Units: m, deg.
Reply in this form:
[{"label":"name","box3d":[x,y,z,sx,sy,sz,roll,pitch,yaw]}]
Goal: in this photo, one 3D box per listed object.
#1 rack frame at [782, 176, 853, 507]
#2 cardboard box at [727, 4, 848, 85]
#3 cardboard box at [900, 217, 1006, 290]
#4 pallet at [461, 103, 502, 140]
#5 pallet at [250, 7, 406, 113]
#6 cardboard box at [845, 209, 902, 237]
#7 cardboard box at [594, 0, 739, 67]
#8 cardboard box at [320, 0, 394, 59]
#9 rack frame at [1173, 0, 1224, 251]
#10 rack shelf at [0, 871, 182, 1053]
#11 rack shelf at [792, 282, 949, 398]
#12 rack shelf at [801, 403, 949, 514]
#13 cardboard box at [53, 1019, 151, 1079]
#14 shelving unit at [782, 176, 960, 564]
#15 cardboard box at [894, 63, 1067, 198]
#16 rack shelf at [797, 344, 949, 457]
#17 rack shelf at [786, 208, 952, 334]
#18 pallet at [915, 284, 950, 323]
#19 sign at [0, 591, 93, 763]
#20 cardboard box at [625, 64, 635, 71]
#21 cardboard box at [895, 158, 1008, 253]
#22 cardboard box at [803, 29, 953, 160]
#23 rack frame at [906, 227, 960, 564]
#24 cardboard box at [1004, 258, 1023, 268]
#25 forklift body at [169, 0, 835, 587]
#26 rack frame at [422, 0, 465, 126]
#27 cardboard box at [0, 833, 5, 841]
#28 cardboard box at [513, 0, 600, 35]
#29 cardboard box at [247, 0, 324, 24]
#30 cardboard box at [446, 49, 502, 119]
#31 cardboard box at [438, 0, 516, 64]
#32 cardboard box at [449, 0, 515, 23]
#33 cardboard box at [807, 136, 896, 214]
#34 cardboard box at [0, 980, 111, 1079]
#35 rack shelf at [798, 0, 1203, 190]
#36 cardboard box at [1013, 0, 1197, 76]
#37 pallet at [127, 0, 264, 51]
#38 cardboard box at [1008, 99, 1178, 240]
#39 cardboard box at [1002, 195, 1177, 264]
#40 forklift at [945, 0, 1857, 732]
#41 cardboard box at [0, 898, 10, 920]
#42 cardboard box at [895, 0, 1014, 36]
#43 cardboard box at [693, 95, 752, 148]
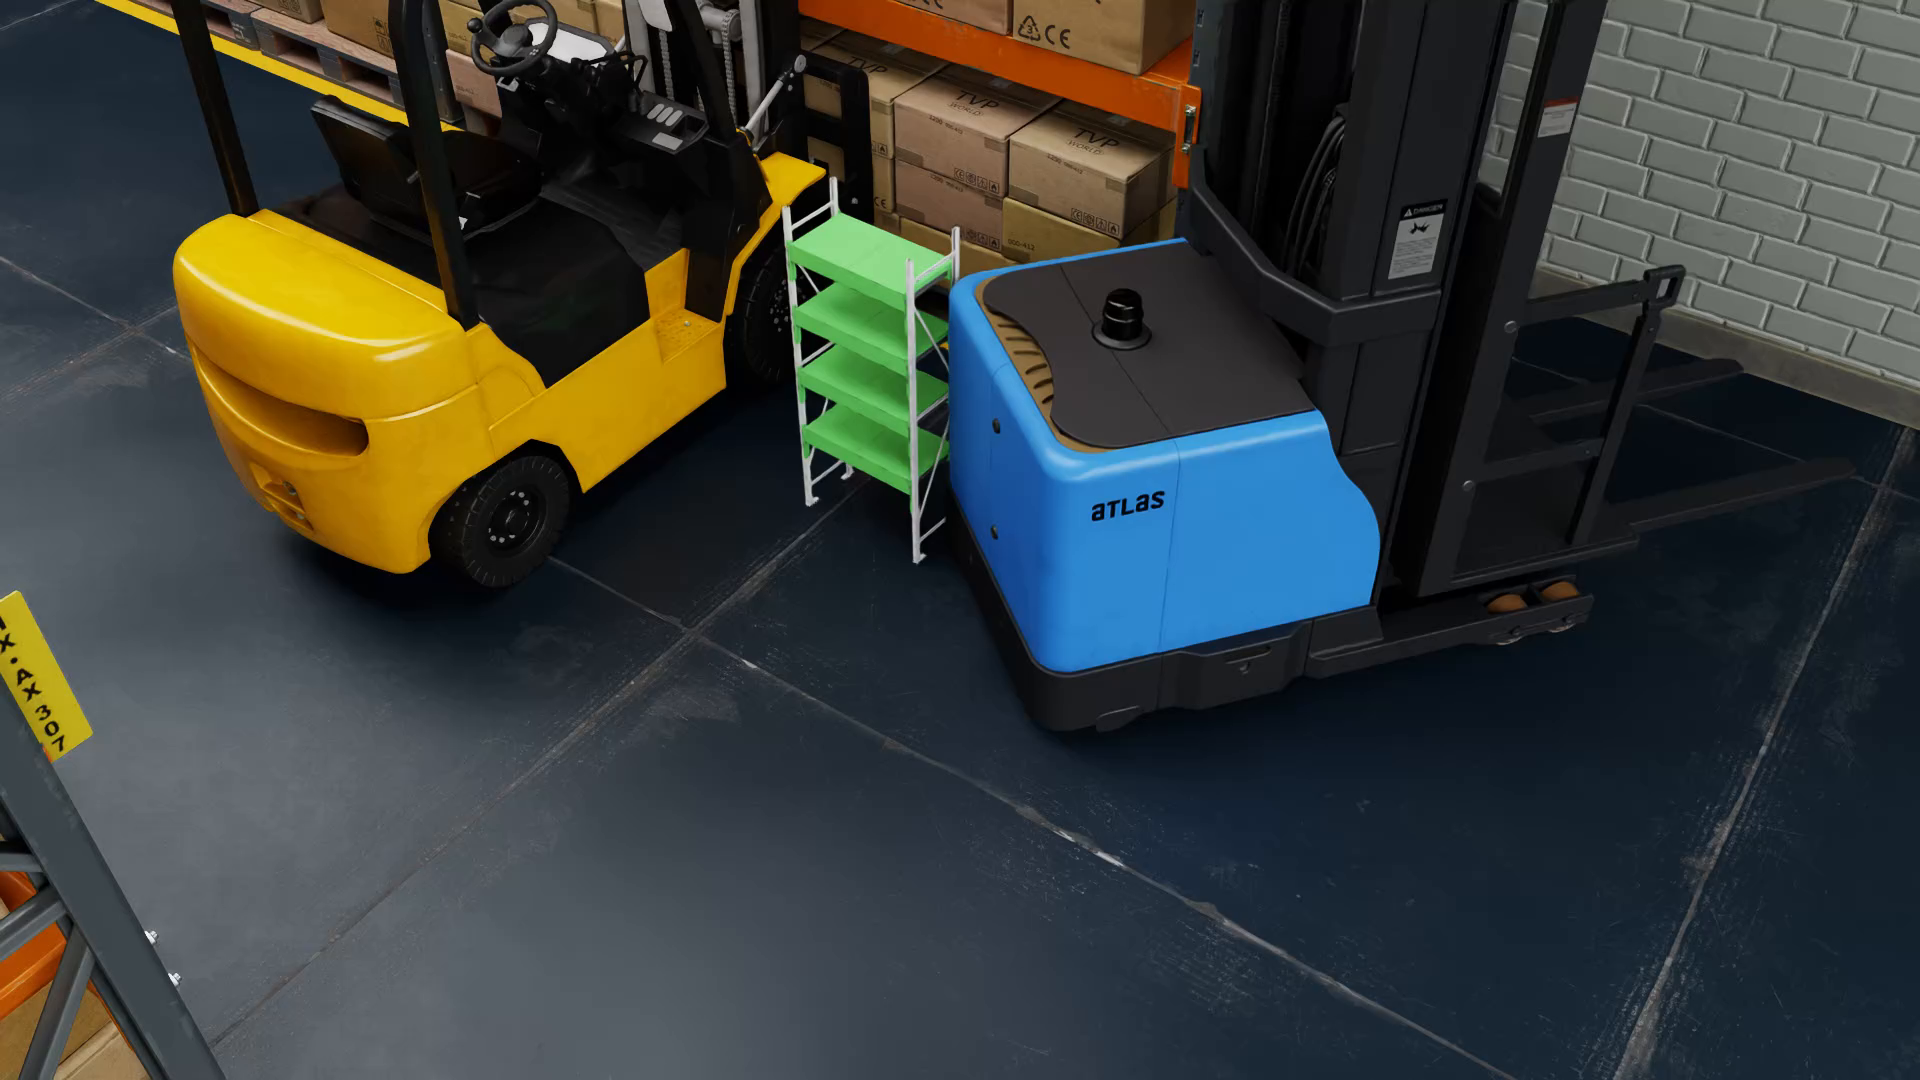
[{"label":"rack frame","box3d":[-0.466,-0.630,5.554,0.015,1.200,0.240,27,49,27]},{"label":"cardboard box","box3d":[-0.728,-1.957,6.685,0.500,0.250,0.500,24,47,25]},{"label":"cardboard box","box3d":[0.111,-1.203,6.592,0.500,0.250,0.500,25,48,25]},{"label":"pallet","box3d":[-1.569,-2.033,7.864,1.213,0.211,1.003,25,48,25]},{"label":"pallet","box3d":[-2.822,-2.621,8.521,1.213,0.211,1.003,25,48,25]},{"label":"cardboard box","box3d":[-0.294,-1.399,6.811,0.500,0.250,0.500,26,48,26]},{"label":"cardboard box","box3d":[-1.154,-2.162,6.914,0.500,0.250,0.500,27,48,27]},{"label":"cardboard box","box3d":[-2.630,-2.865,8.168,0.625,0.625,0.875,27,48,27]},{"label":"rack frame","box3d":[1.079,-1.868,5.588,0.127,3.000,1.000,25,48,25]},{"label":"rack shelf","box3d":[-3.406,0.346,3.654,4.000,0.370,1.077,25,48,25]},{"label":"rack shelf","box3d":[-0.273,-0.662,5.325,0.480,0.148,0.258,27,49,27]},{"label":"rack shelf","box3d":[-0.273,-0.304,5.646,0.480,0.148,0.258,27,49,27]},{"label":"cardboard box","box3d":[-2.270,1.252,3.849,0.500,0.250,0.500,25,47,25]},{"label":"shelving unit","box3d":[-0.273,-0.530,5.443,0.503,1.200,0.258,27,49,27]},{"label":"cardboard box","box3d":[0.101,-1.571,6.253,0.500,0.250,0.500,26,48,26]},{"label":"rack shelf","box3d":[-0.273,-0.483,5.485,0.480,0.148,0.258,27,49,27]},{"label":"rack shelf","box3d":[-0.273,-0.840,5.165,0.480,0.148,0.258,27,49,27]},{"label":"pallet","box3d":[0.428,-1.099,6.820,1.213,0.211,1.003,25,48,25]},{"label":"sign","box3d":[-1.457,0.224,2.601,0.005,0.325,0.100,25,48,25]},{"label":"cardboard box","box3d":[-1.159,-1.973,7.078,0.500,0.250,0.500,25,47,25]},{"label":"cardboard box","box3d":[0.096,-1.400,6.437,0.500,0.250,0.500,25,47,25]},{"label":"cardboard box","box3d":[-0.318,-1.759,6.463,0.500,0.250,0.500,26,48,26]},{"label":"rack frame","box3d":[-0.080,-0.430,5.331,0.015,1.200,0.240,27,49,27]},{"label":"cardboard box","box3d":[0.512,-1.007,6.373,0.500,0.250,0.500,25,48,26]},{"label":"forklift body","box3d":[-1.521,-1.282,5.570,1.214,2.155,2.313,25,48,25]},{"label":"rack frame","box3d":[-2.196,-3.400,7.300,0.127,3.000,1.000,25,48,25]},{"label":"cardboard box","box3d":[-1.997,0.362,2.797,0.500,0.500,0.500,24,47,25]},{"label":"cardboard box","box3d":[-1.568,-2.346,7.120,0.500,0.250,0.500,25,48,25]},{"label":"cardboard box","box3d":[-3.261,-3.166,8.505,0.625,0.625,0.875,25,47,25]},{"label":"cardboard box","box3d":[-1.990,-2.165,7.668,0.500,0.250,0.500,26,48,26]},{"label":"cardboard box","box3d":[-1.978,-2.364,7.515,0.500,0.250,0.500,25,47,25]},{"label":"cardboard box","box3d":[-1.980,-2.547,7.345,0.500,0.250,0.500,24,47,25]},{"label":"cardboard box","box3d":[-0.339,-1.586,6.645,0.500,0.250,0.500,24,47,24]},{"label":"cardboard box","box3d":[-2.290,0.963,3.609,0.500,0.500,0.500,24,47,24]},{"label":"rack shelf","box3d":[-0.559,-2.366,6.684,4.000,0.370,1.077,25,48,25]},{"label":"cardboard box","box3d":[0.525,-1.950,5.605,0.500,0.500,0.500,24,47,24]},{"label":"pallet","box3d":[-3.825,-3.088,9.043,1.213,0.211,1.003,25,48,25]},{"label":"cardboard box","box3d":[0.523,-1.379,6.038,0.500,0.250,0.500,27,48,27]},{"label":"cardboard box","box3d":[0.501,-1.202,6.216,0.500,0.250,0.500,24,47,25]},{"label":"forklift","box3d":[1.527,-1.080,4.759,3.031,2.935,1.130,-12,43,-13]},{"label":"cardboard box","box3d":[-1.928,0.694,2.914,0.250,0.149,0.380,25,48,25]},{"label":"cardboard box","box3d":[0.105,-2.154,5.833,0.500,0.500,0.500,27,48,27]},{"label":"cardboard box","box3d":[-0.746,-1.780,6.861,0.500,0.250,0.500,25,47,25]}]
